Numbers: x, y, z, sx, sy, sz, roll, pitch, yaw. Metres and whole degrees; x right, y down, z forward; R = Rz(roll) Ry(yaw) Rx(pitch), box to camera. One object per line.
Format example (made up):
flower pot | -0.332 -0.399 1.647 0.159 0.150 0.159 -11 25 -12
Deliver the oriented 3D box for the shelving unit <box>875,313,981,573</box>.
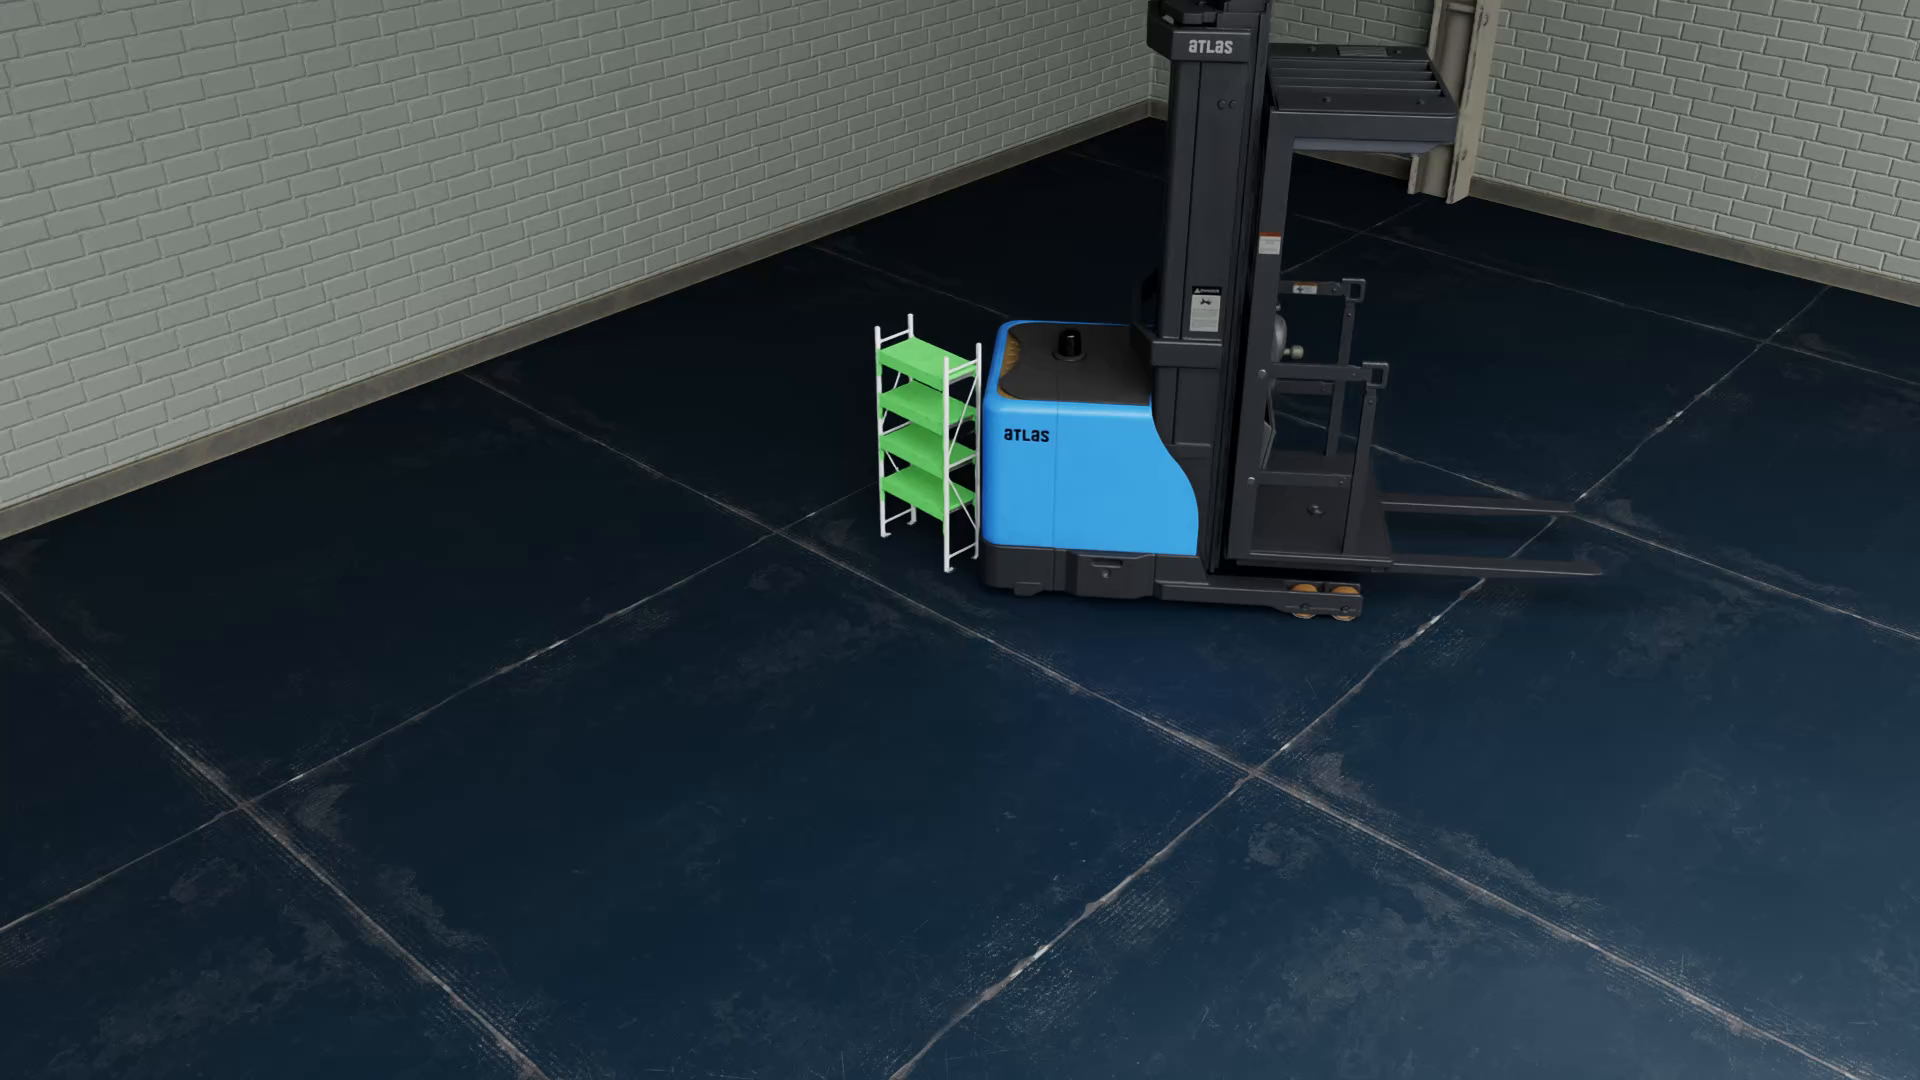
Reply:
shelving unit | -0.157 -0.482 8.387 0.258 1.200 0.503 -26 40 -37

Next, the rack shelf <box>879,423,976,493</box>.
rack shelf | -0.157 -0.427 8.420 0.258 0.148 0.480 -26 40 -37

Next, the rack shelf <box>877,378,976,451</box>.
rack shelf | -0.157 -0.632 8.296 0.258 0.148 0.480 -26 40 -37

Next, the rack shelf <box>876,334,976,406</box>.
rack shelf | -0.157 -0.838 8.172 0.258 0.148 0.480 -26 40 -37

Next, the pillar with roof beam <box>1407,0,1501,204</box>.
pillar with roof beam | 0.959 -4.997 8.326 0.400 9.000 9.100 25 39 35

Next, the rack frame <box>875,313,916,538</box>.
rack frame | -0.327 -0.572 8.537 0.240 1.200 0.015 -26 40 -37

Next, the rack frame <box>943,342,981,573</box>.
rack frame | 0.012 -0.391 8.236 0.240 1.200 0.015 -26 40 -37

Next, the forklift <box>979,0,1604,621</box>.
forklift | 1.643 -1.152 7.823 3.031 2.935 1.130 3 31 5

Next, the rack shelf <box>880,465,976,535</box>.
rack shelf | -0.157 -0.221 8.543 0.258 0.148 0.480 -26 40 -37
